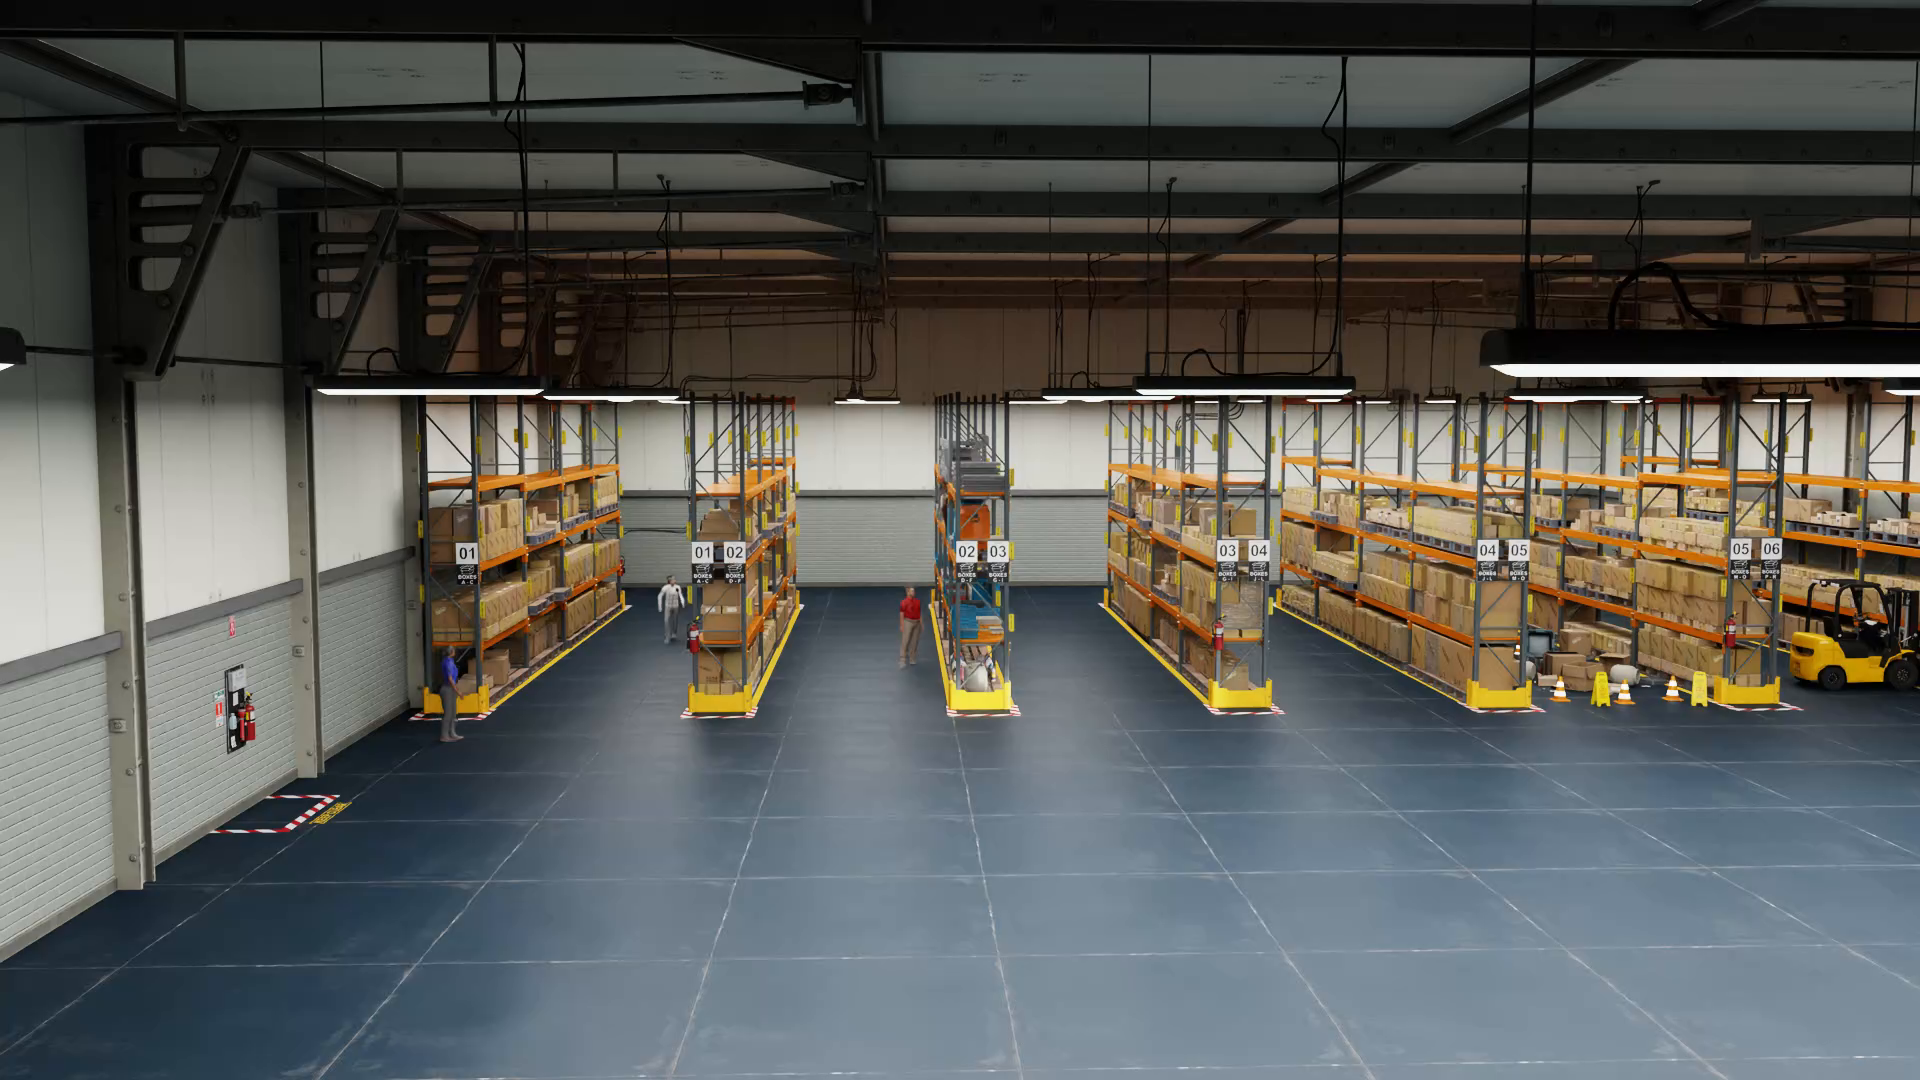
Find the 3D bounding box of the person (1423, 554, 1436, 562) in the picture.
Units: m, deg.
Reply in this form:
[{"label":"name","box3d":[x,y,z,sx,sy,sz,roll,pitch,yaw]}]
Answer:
[{"label":"person","box3d":[14.672,0.680,51.988,0.816,1.764,0.592,-2,5,-19]}]

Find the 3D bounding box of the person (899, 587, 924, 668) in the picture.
[{"label":"person","box3d":[-1.100,1.920,36.770,0.688,1.762,0.413,-4,6,-40]}]

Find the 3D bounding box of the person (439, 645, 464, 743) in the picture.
[{"label":"person","box3d":[-8.697,2.623,28.490,0.445,1.671,0.476,-1,5,-8]}]

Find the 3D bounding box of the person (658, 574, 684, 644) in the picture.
[{"label":"person","box3d":[-7.042,1.658,40.632,0.660,1.669,0.958,0,5,-3]}]
